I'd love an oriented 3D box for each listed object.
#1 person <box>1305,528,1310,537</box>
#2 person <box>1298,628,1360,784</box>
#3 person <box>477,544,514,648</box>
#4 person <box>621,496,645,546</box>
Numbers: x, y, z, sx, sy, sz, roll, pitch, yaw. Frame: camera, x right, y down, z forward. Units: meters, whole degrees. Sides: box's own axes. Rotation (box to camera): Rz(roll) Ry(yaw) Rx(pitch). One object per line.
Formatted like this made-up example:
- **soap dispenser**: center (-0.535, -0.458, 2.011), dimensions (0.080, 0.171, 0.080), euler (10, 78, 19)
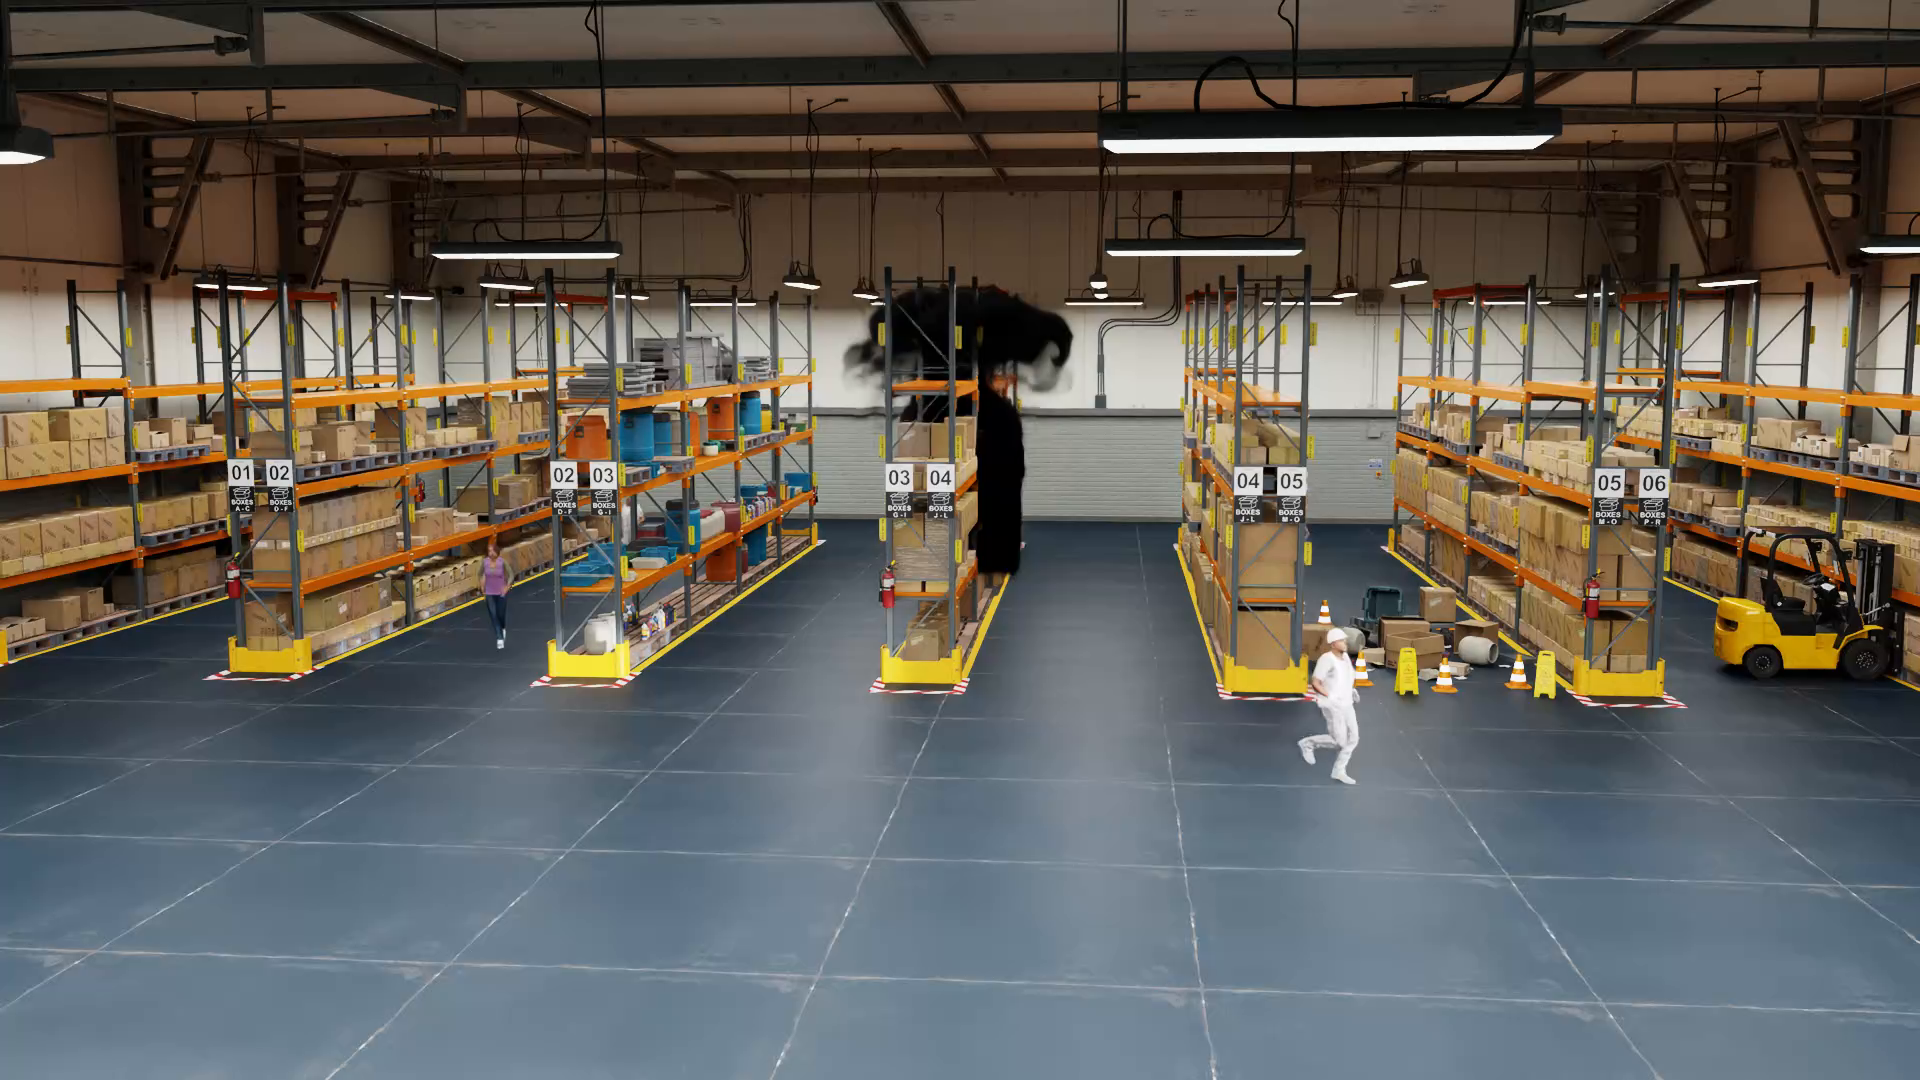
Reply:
- **person**: center (8.063, -0.813, 40.467), dimensions (0.939, 1.779, 0.690), euler (1, 7, 6)
- **person**: center (4.219, 1.866, 18.898), dimensions (0.684, 1.755, 0.692), euler (6, 9, 41)
- **person**: center (-7.144, 0.843, 25.577), dimensions (0.559, 1.584, 0.618), euler (-1, 7, -7)
- **person**: center (-7.156, -0.192, 36.169), dimensions (0.618, 1.648, 0.701), euler (1, 7, 7)
